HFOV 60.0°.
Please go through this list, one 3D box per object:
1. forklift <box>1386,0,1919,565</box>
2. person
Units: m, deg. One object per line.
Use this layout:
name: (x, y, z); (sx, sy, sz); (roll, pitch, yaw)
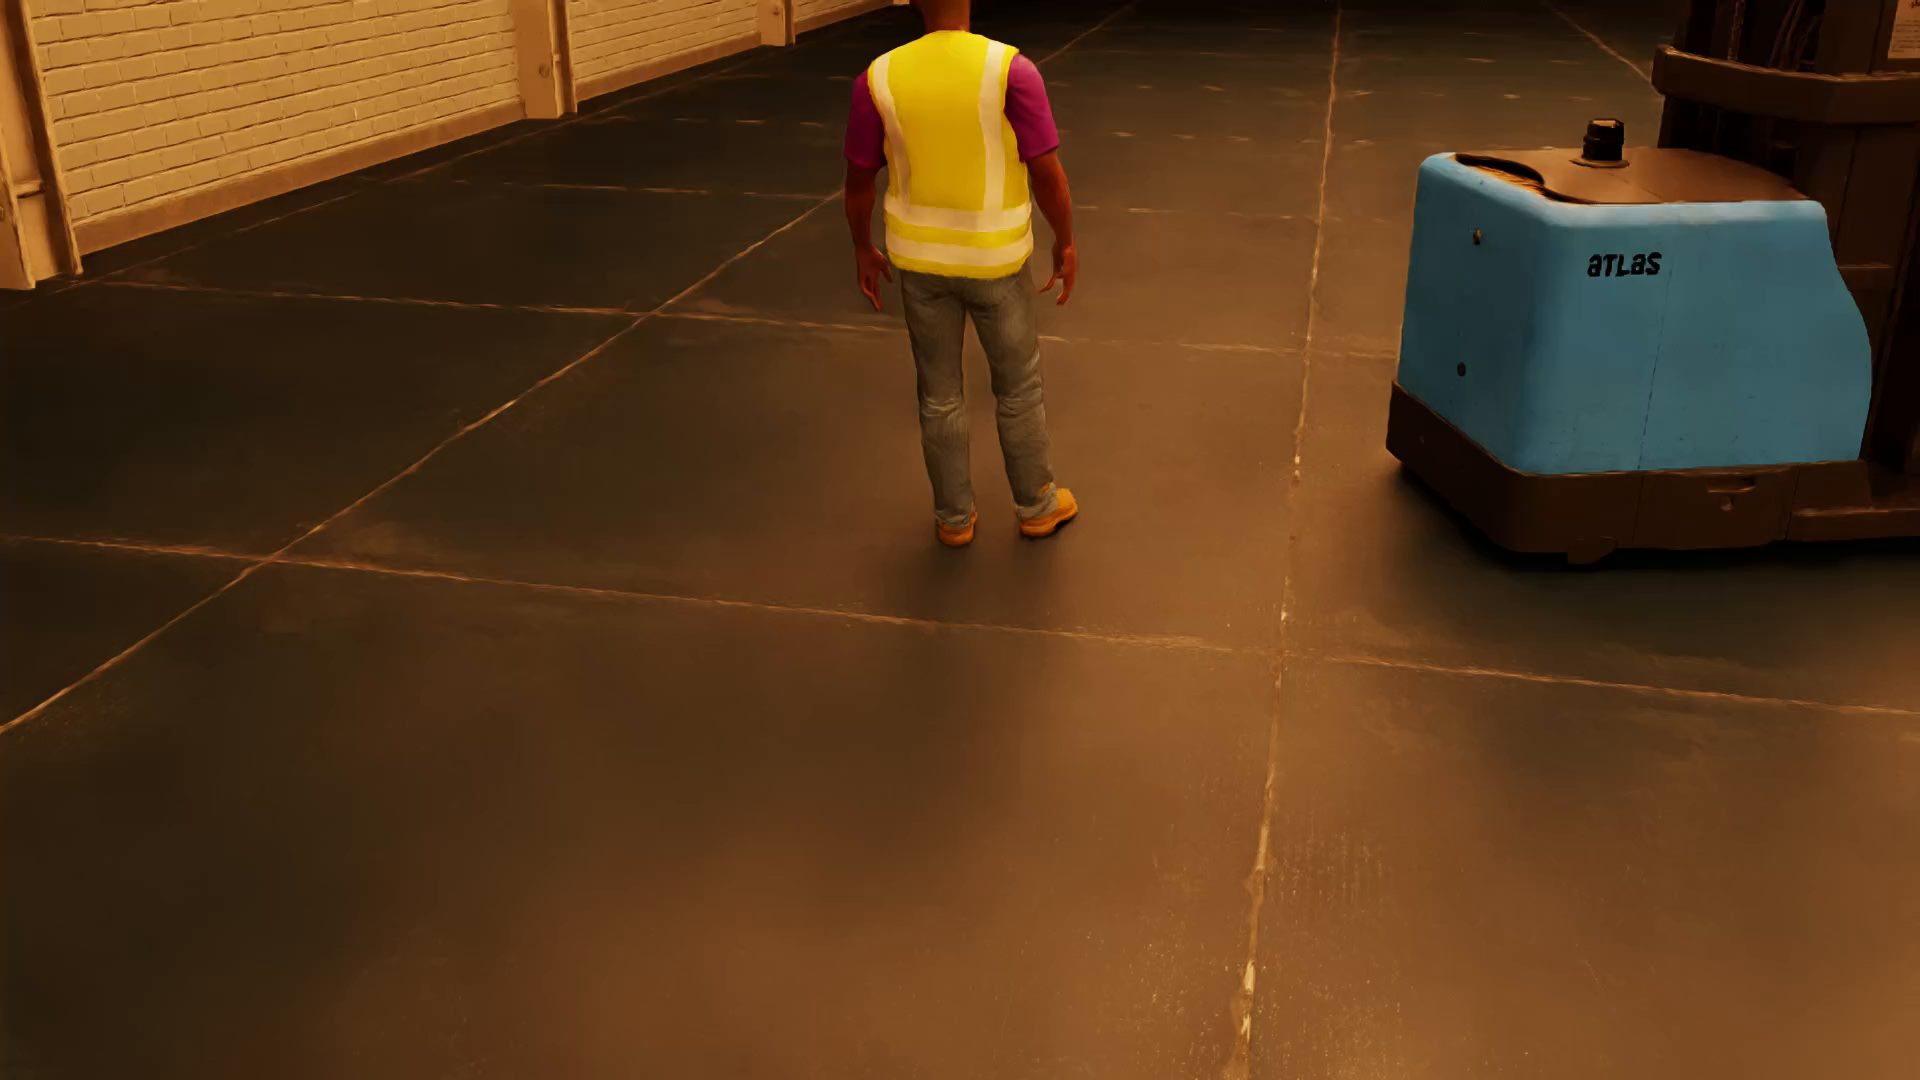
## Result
forklift: (3.028, -1.520, 4.995); (3.031, 2.935, 1.130); (-3, 22, -7)
person: (0.020, -0.850, 4.874); (0.665, 1.766, 0.576); (5, 23, 11)
